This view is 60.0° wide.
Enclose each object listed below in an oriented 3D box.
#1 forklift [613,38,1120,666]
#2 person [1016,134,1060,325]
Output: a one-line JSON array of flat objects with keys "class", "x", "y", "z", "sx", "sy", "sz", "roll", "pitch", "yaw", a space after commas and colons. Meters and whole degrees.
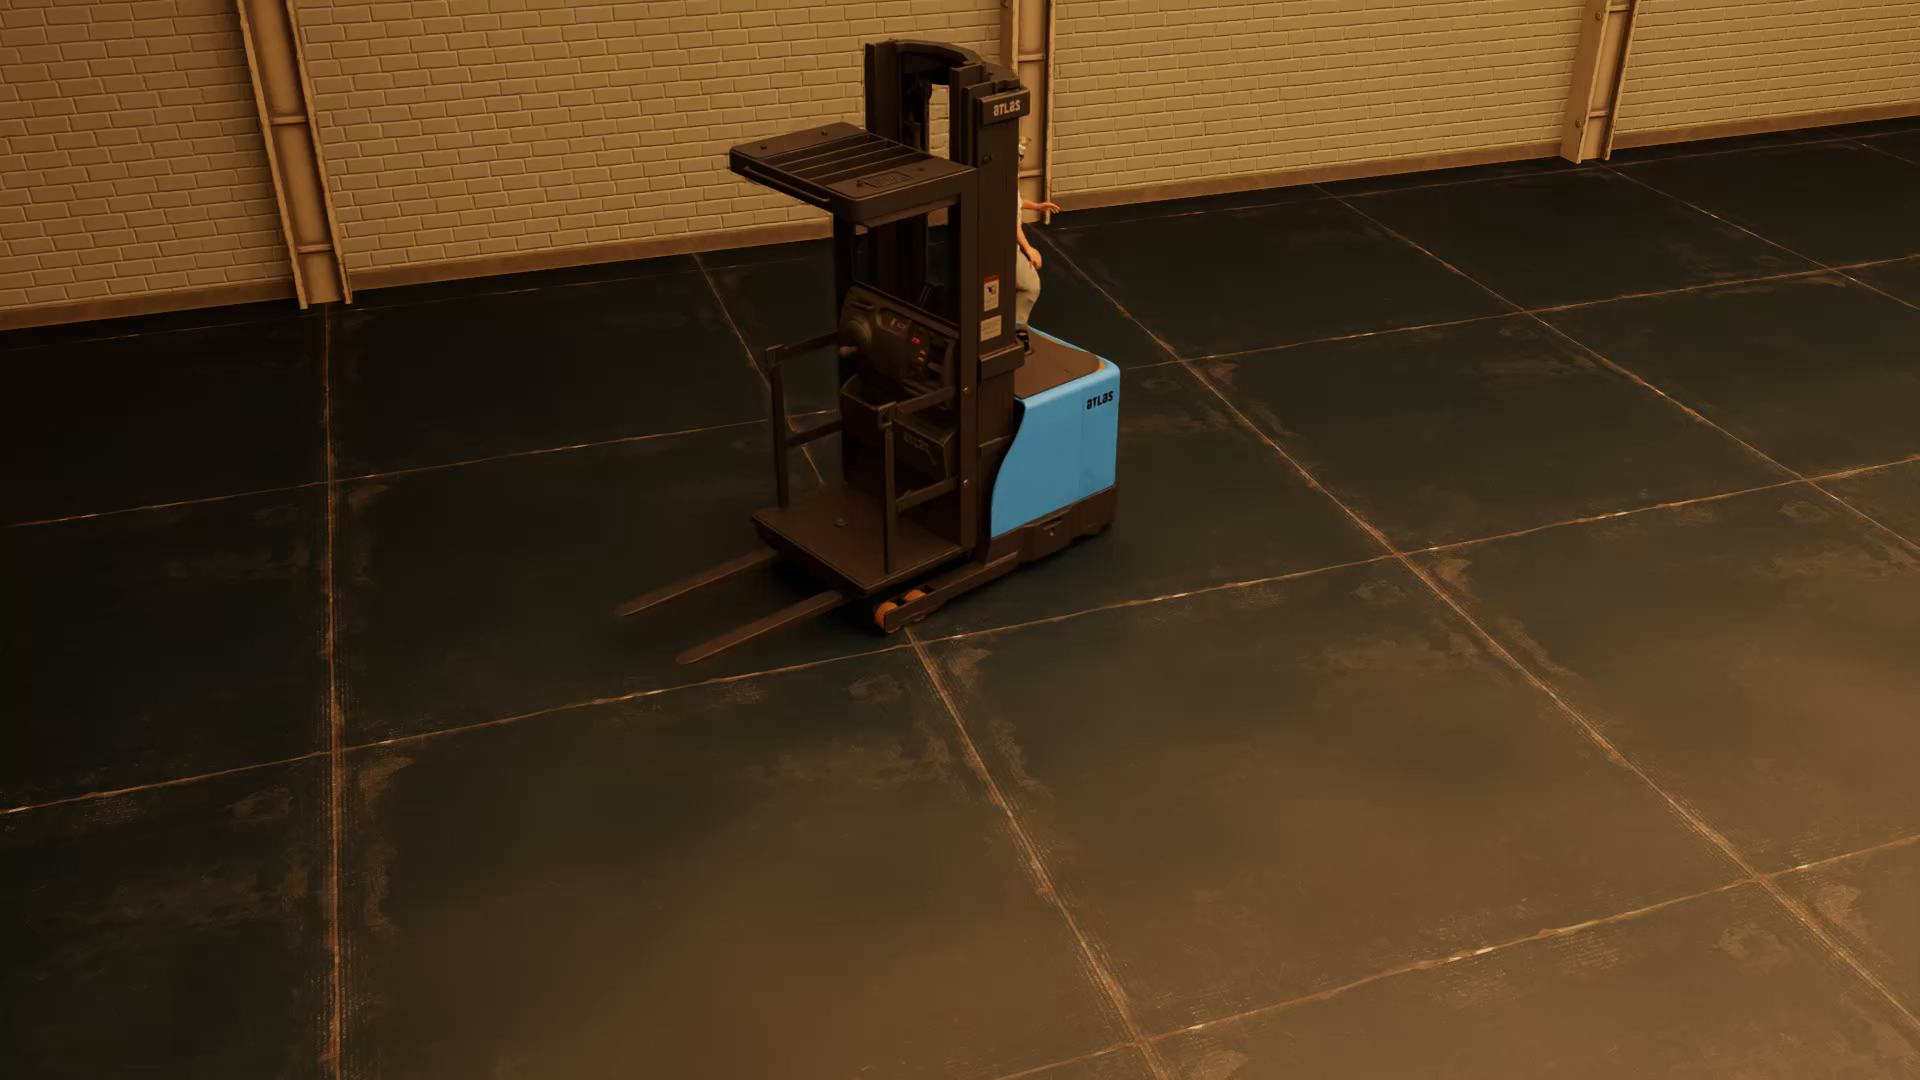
[{"class": "forklift", "x": -0.499, "y": -1.056, "z": 8.922, "sx": 3.031, "sy": 2.935, "sz": 1.130, "roll": -23, "pitch": 37, "yaw": -34}, {"class": "person", "x": 0.430, "y": -2.165, "z": 12.166, "sx": 0.852, "sy": 1.637, "sz": 0.886, "roll": -13, "pitch": 32, "yaw": -22}]
